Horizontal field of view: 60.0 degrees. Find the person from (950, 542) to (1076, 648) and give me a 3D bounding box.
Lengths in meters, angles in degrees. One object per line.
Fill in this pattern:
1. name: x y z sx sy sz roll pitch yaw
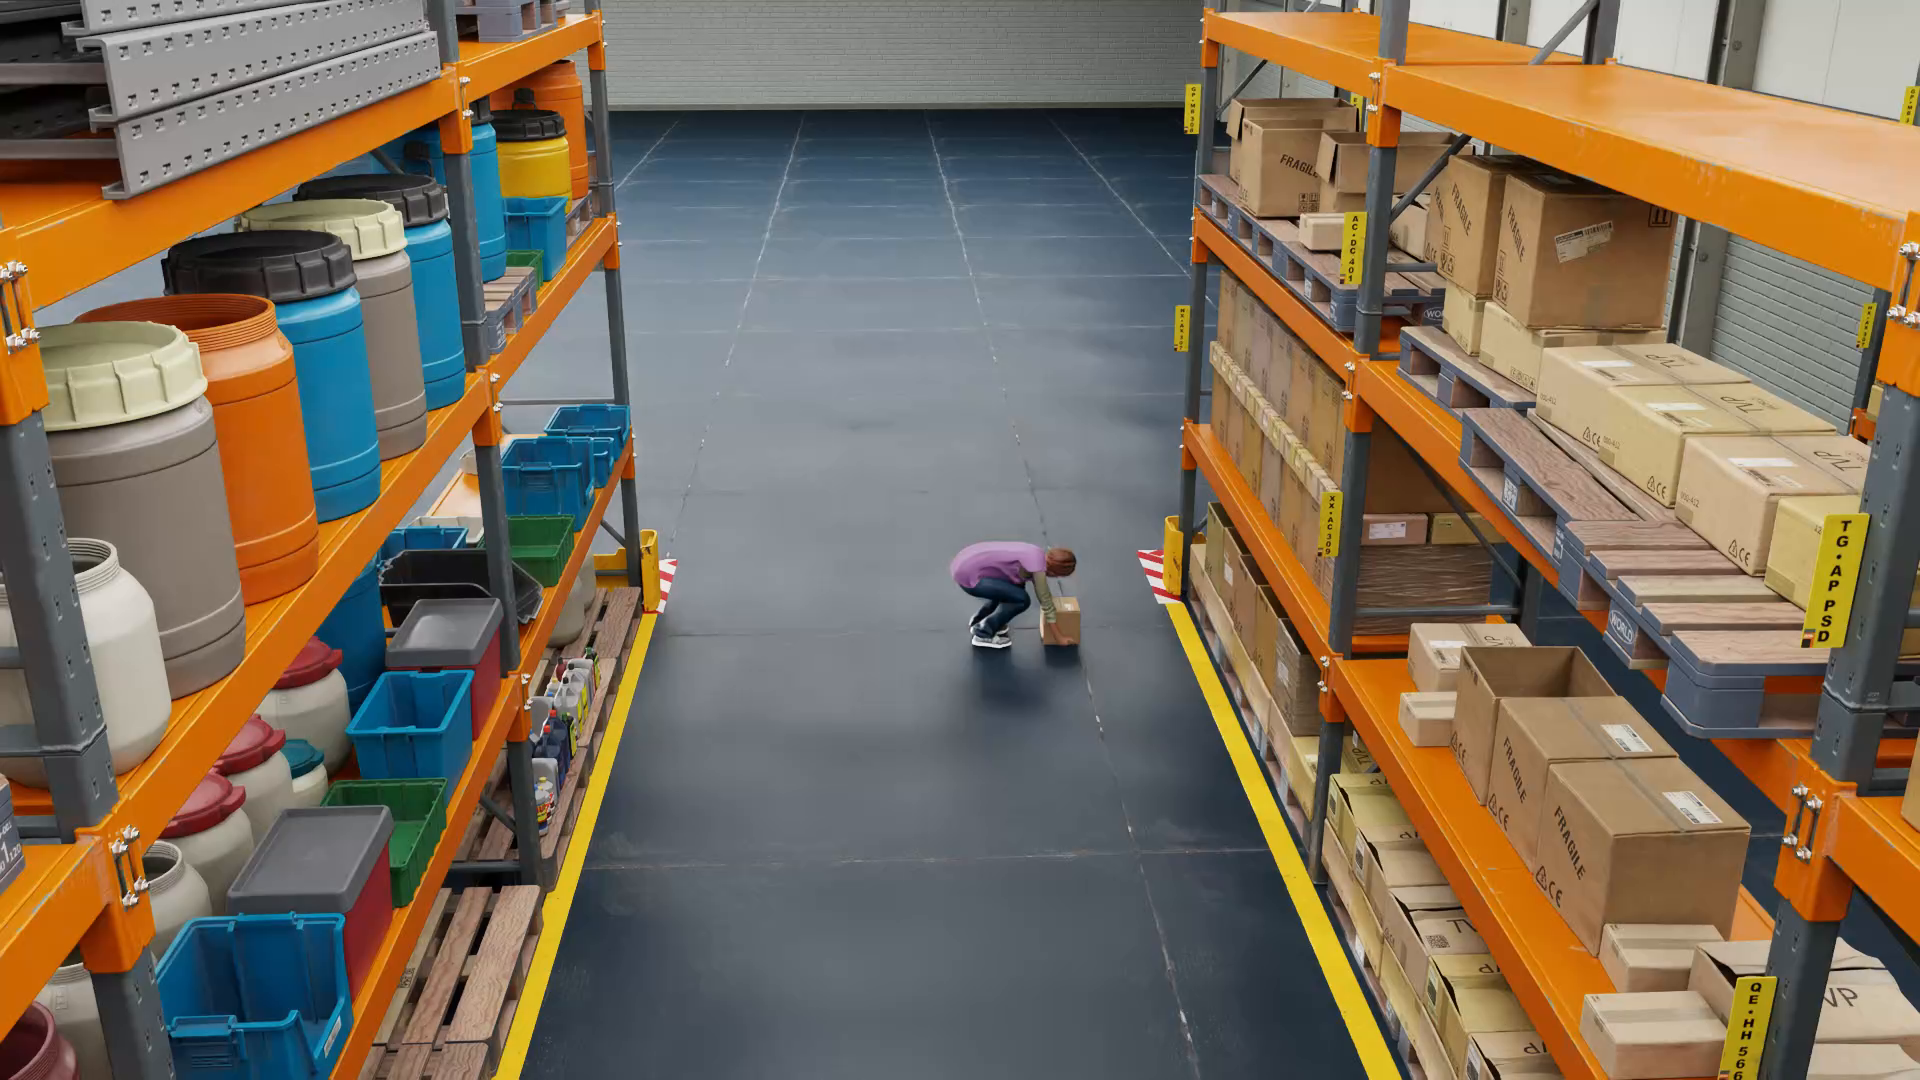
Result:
1. person: 0.365 0.365 11.415 0.873 0.737 0.421 -2 21 -4
